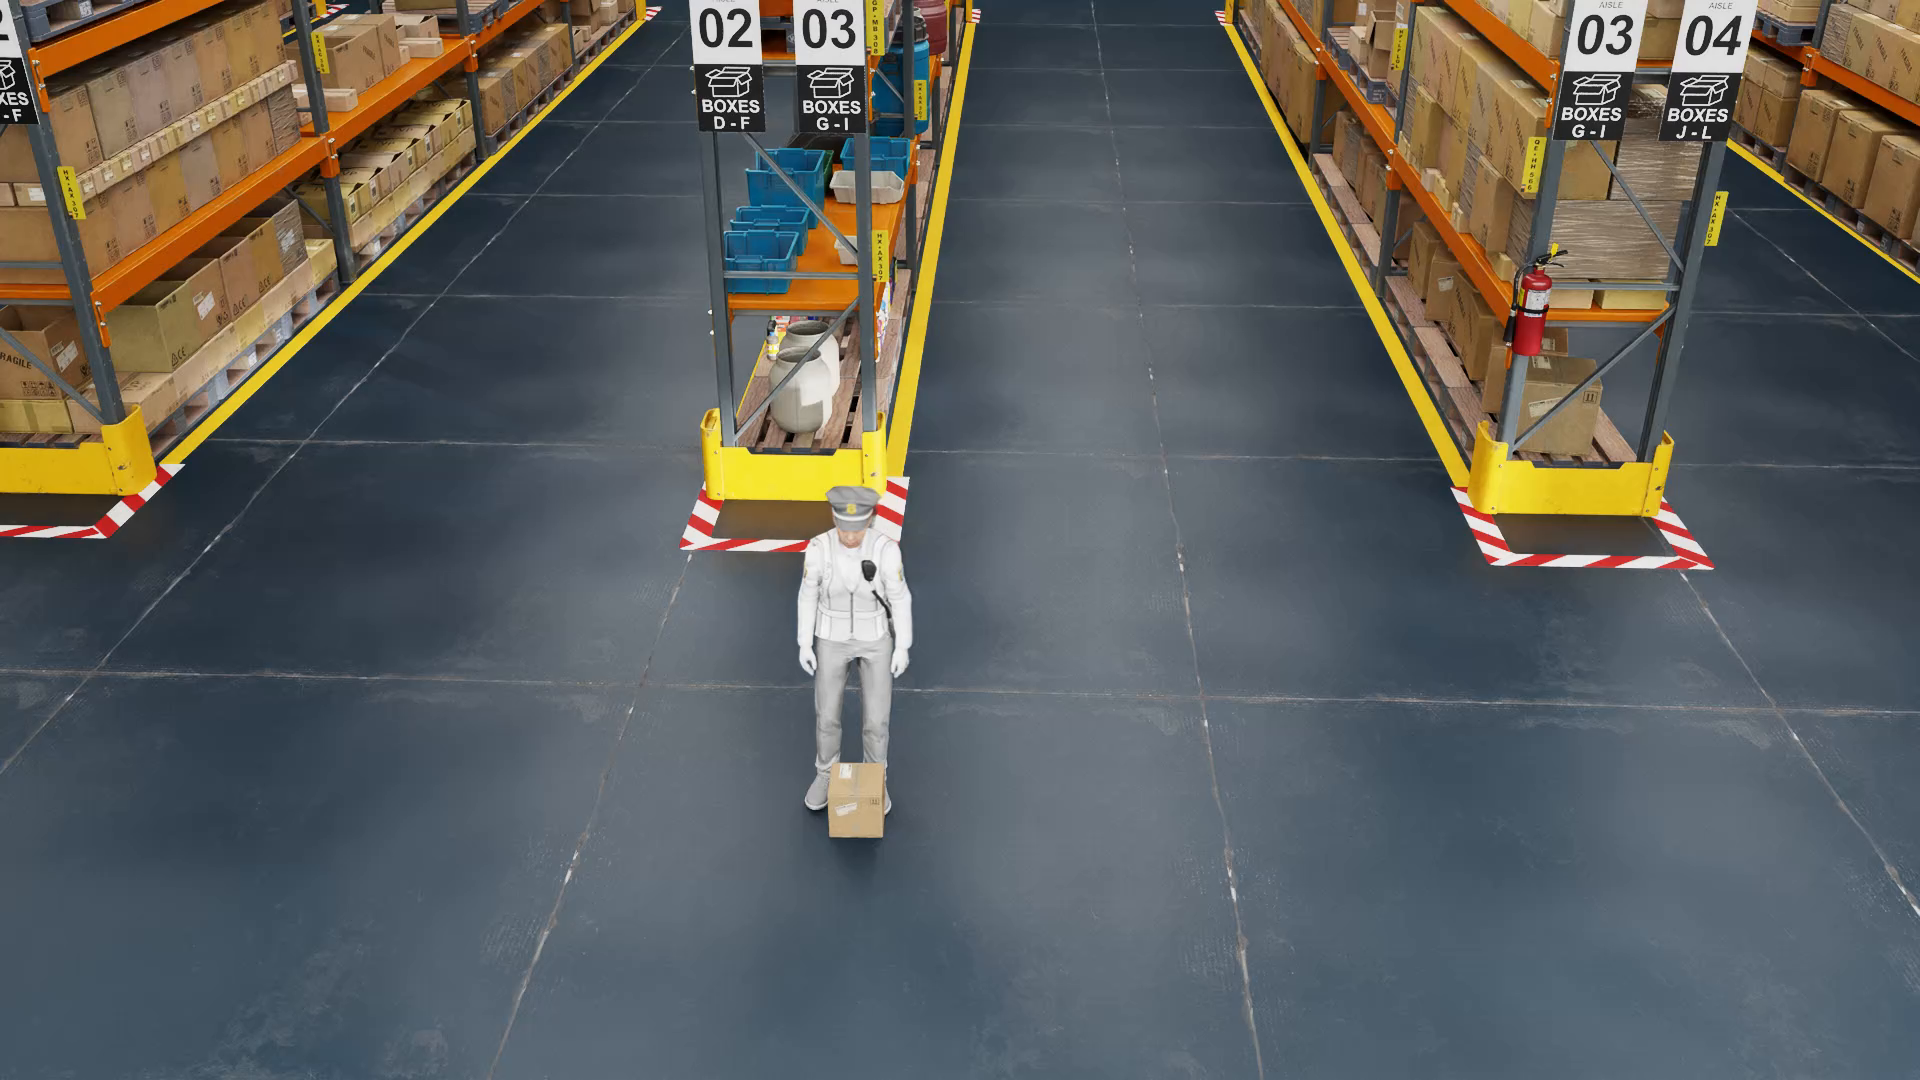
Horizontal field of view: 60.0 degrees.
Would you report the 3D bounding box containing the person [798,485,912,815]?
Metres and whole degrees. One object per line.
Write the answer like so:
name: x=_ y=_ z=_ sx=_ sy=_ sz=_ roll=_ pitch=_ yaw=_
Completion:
person: x=-0.487 y=0.496 z=7.690 sx=0.528 sy=1.663 sz=0.403 roll=1 pitch=28 yaw=2
